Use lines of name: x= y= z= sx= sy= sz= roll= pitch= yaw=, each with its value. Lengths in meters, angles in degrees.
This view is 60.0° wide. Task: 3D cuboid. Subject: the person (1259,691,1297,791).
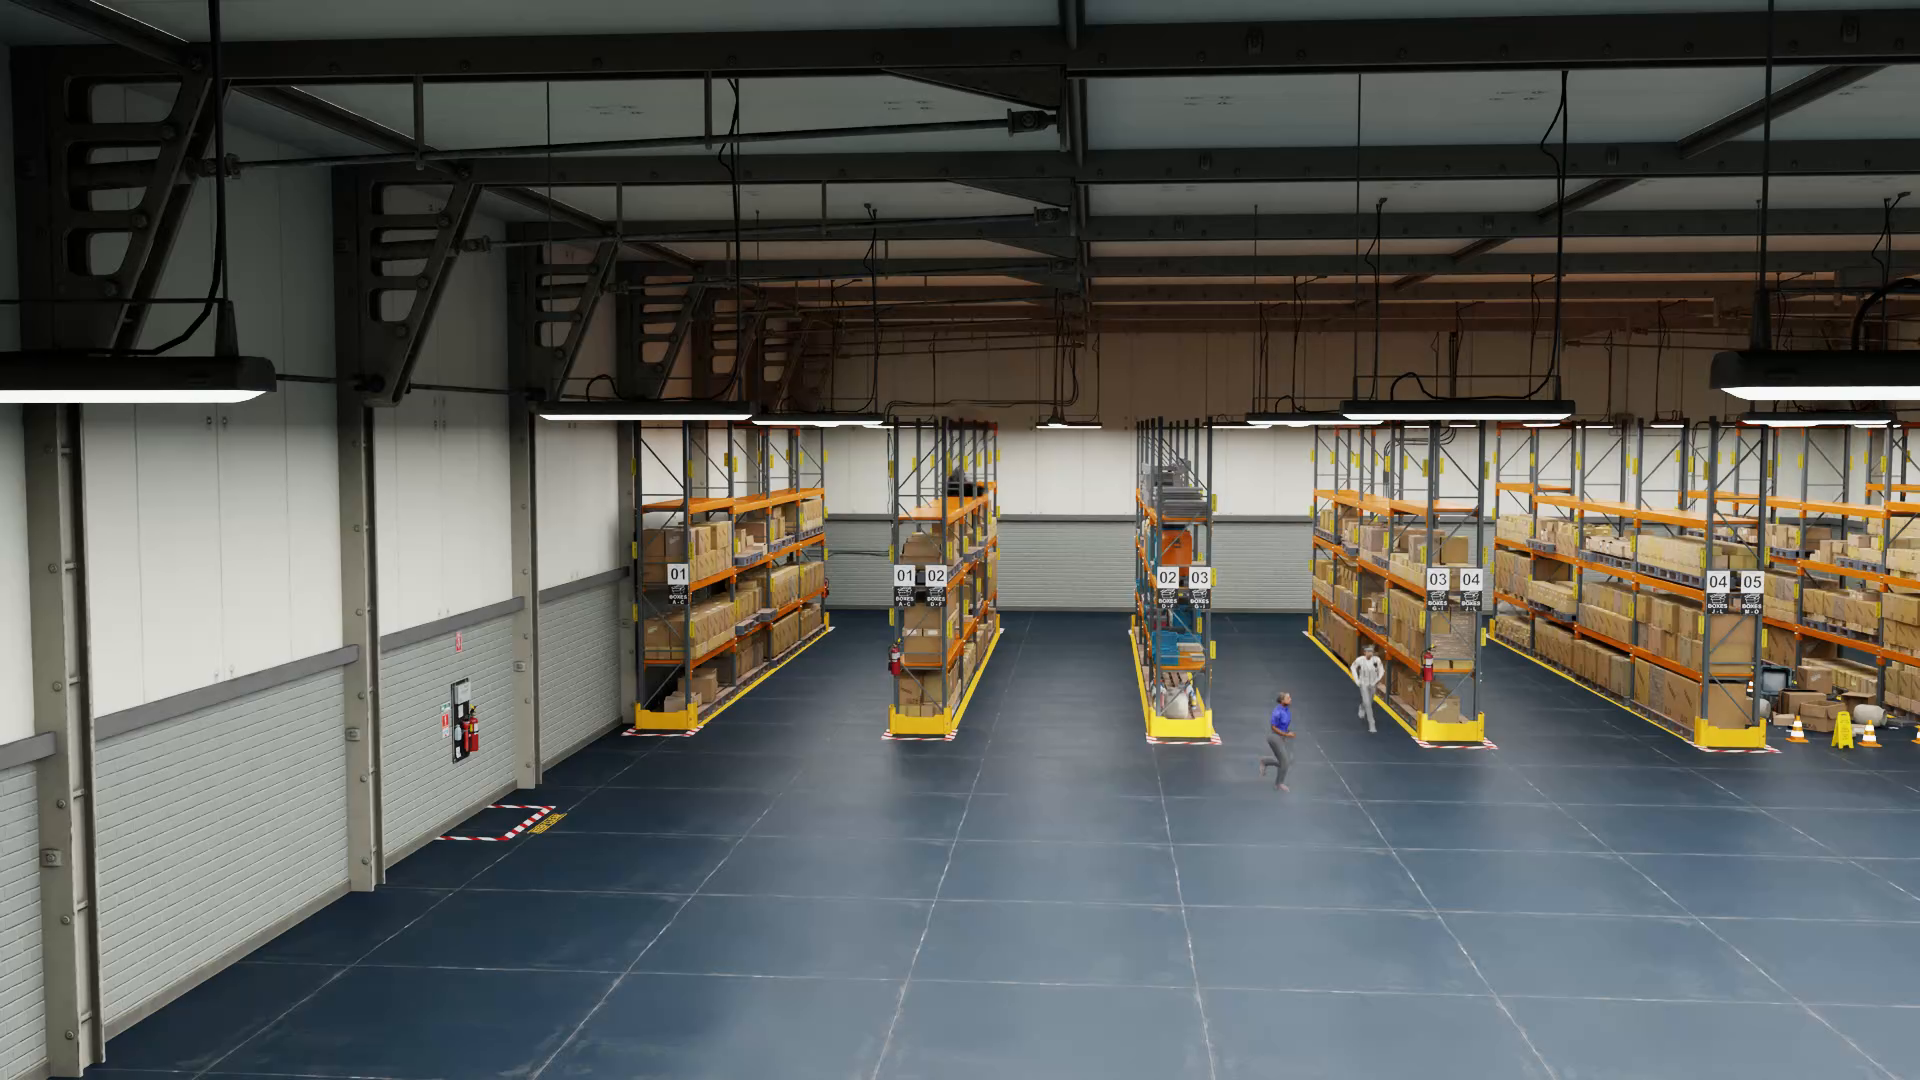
person: x=5.090 y=3.207 z=26.579 sx=0.665 sy=1.612 sz=0.610 roll=2 pitch=4 yaw=33

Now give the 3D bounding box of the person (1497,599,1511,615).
person: x=15.560 y=1.773 z=47.528 sx=0.520 sy=1.723 sz=0.770 roll=3 pitch=5 yaw=39

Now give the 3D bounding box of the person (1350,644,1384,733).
person: x=7.844 y=2.808 z=32.039 sx=0.616 sy=1.671 sz=1.059 roll=0 pitch=4 yaw=-1

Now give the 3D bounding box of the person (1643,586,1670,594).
person: x=19.662 y=1.760 z=46.884 sx=0.880 sy=1.824 sz=0.598 roll=0 pitch=4 yaw=0
